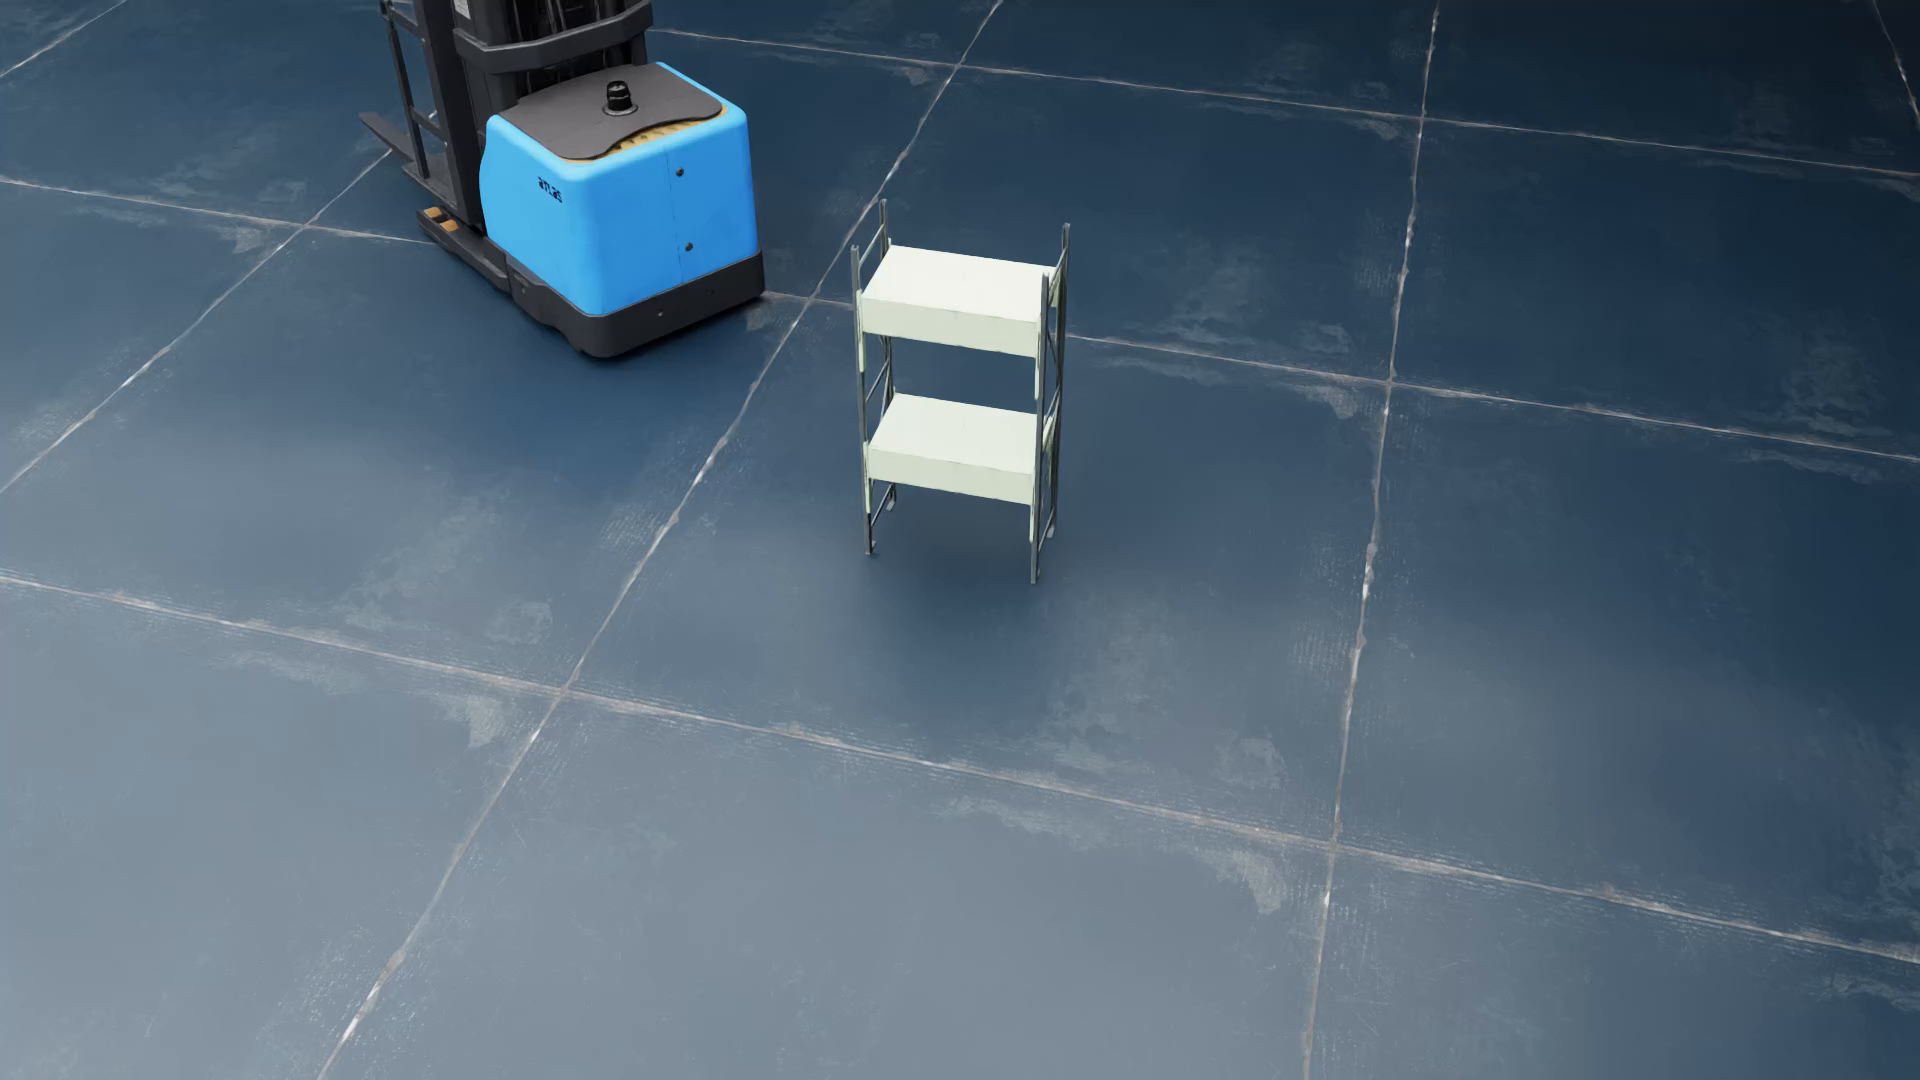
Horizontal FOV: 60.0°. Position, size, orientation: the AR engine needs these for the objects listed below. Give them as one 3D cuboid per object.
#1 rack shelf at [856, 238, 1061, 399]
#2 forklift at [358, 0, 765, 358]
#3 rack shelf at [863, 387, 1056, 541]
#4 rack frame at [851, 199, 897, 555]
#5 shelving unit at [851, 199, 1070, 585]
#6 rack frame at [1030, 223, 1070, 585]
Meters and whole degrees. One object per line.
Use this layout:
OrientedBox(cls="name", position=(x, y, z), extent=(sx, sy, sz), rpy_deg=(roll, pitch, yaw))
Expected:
OrientedBox(cls="rack shelf", position=(0.006, -0.872, 6.515), extent=(0.720, 0.370, 0.431), rpy_deg=(10, 41, 11))
OrientedBox(cls="forklift", position=(-2.359, -2.897, 8.420), extent=(1.130, 2.935, 3.031), rpy_deg=(-29, 48, -30))
OrientedBox(cls="rack shelf", position=(0.006, -0.324, 6.976), extent=(0.720, 0.370, 0.431), rpy_deg=(10, 41, 11))
OrientedBox(cls="rack frame", position=(-0.347, -0.634, 6.839), extent=(0.023, 1.500, 0.400), rpy_deg=(10, 41, 11))
OrientedBox(cls="shelving unit", position=(0.006, -0.573, 6.766), extent=(0.755, 1.500, 0.431), rpy_deg=(10, 41, 11))
OrientedBox(cls="rack frame", position=(0.360, -0.512, 6.694), extent=(0.023, 1.500, 0.400), rpy_deg=(10, 41, 11))
